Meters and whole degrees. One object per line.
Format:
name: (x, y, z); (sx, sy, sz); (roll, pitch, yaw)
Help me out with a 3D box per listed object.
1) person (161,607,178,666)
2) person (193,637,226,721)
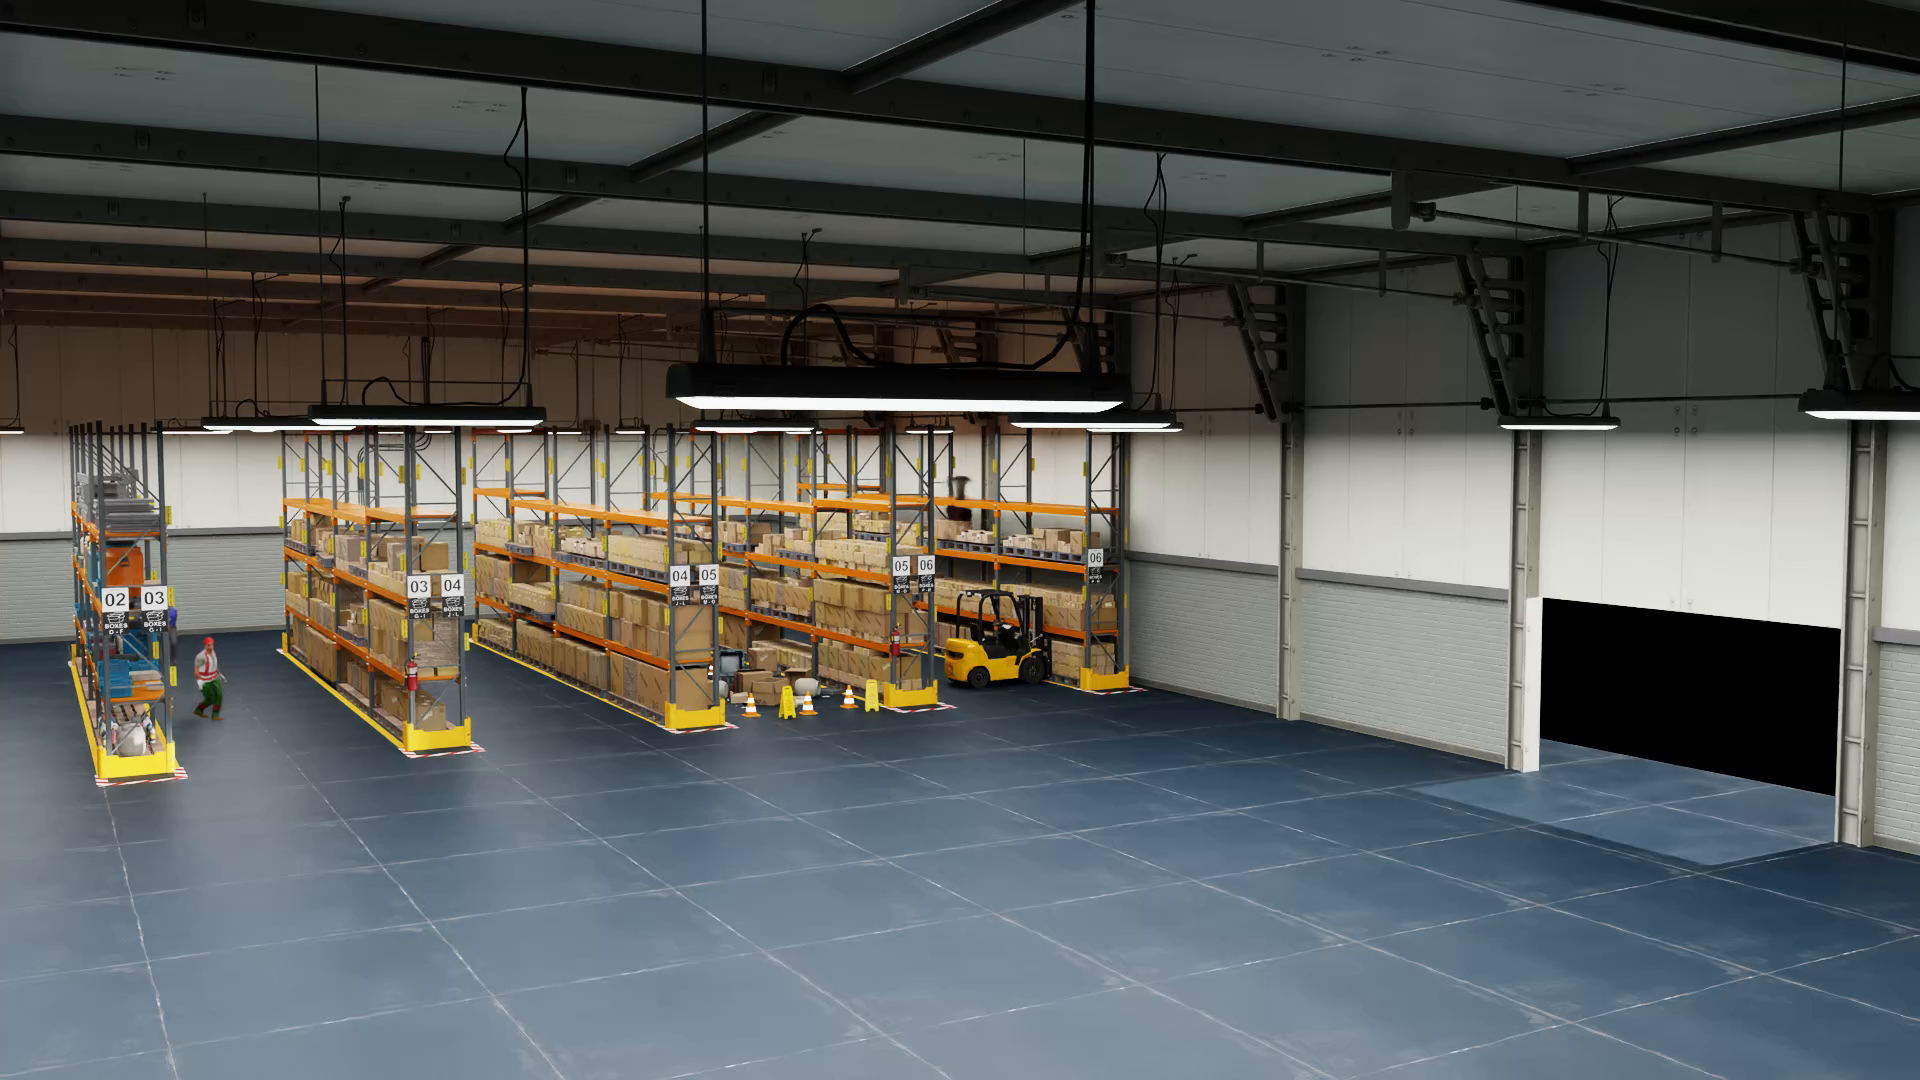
person: (-19.955, 2.313, 41.876); (0.548, 1.696, 0.847); (-3, 5, -41)
person: (-15.137, 2.794, 33.382); (0.647, 1.723, 0.720); (1, 4, 15)
